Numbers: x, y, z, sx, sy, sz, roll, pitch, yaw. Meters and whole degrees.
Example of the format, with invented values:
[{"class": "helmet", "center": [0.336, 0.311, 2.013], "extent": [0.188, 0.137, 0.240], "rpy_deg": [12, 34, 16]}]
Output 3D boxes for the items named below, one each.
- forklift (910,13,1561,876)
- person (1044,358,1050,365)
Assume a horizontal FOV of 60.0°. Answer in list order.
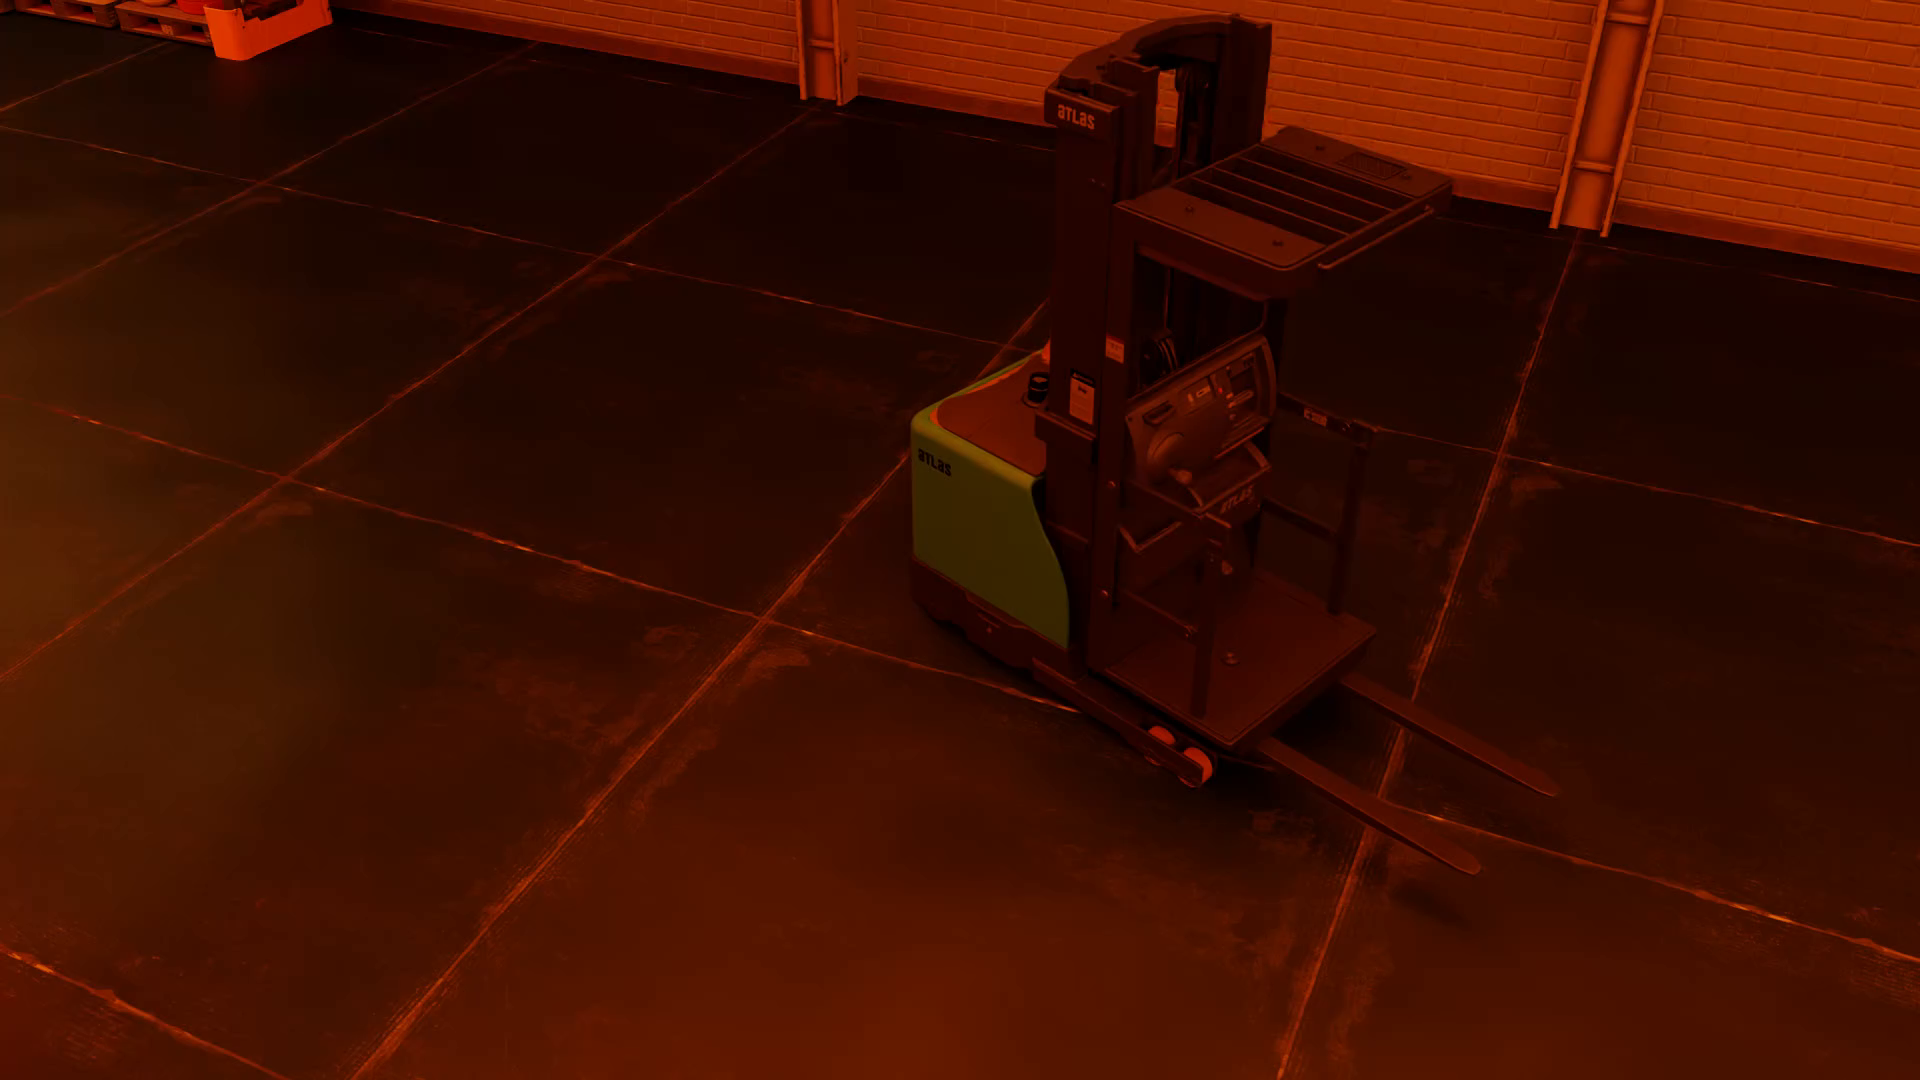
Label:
[{"class": "forklift", "center": [1.154, -0.477, 6.755], "extent": [1.130, 2.935, 3.031], "rpy_deg": [-30, 45, -35]}, {"class": "person", "center": [0.730, -0.764, 8.025], "extent": [0.706, 0.802, 0.658], "rpy_deg": [-27, 44, -33]}]
